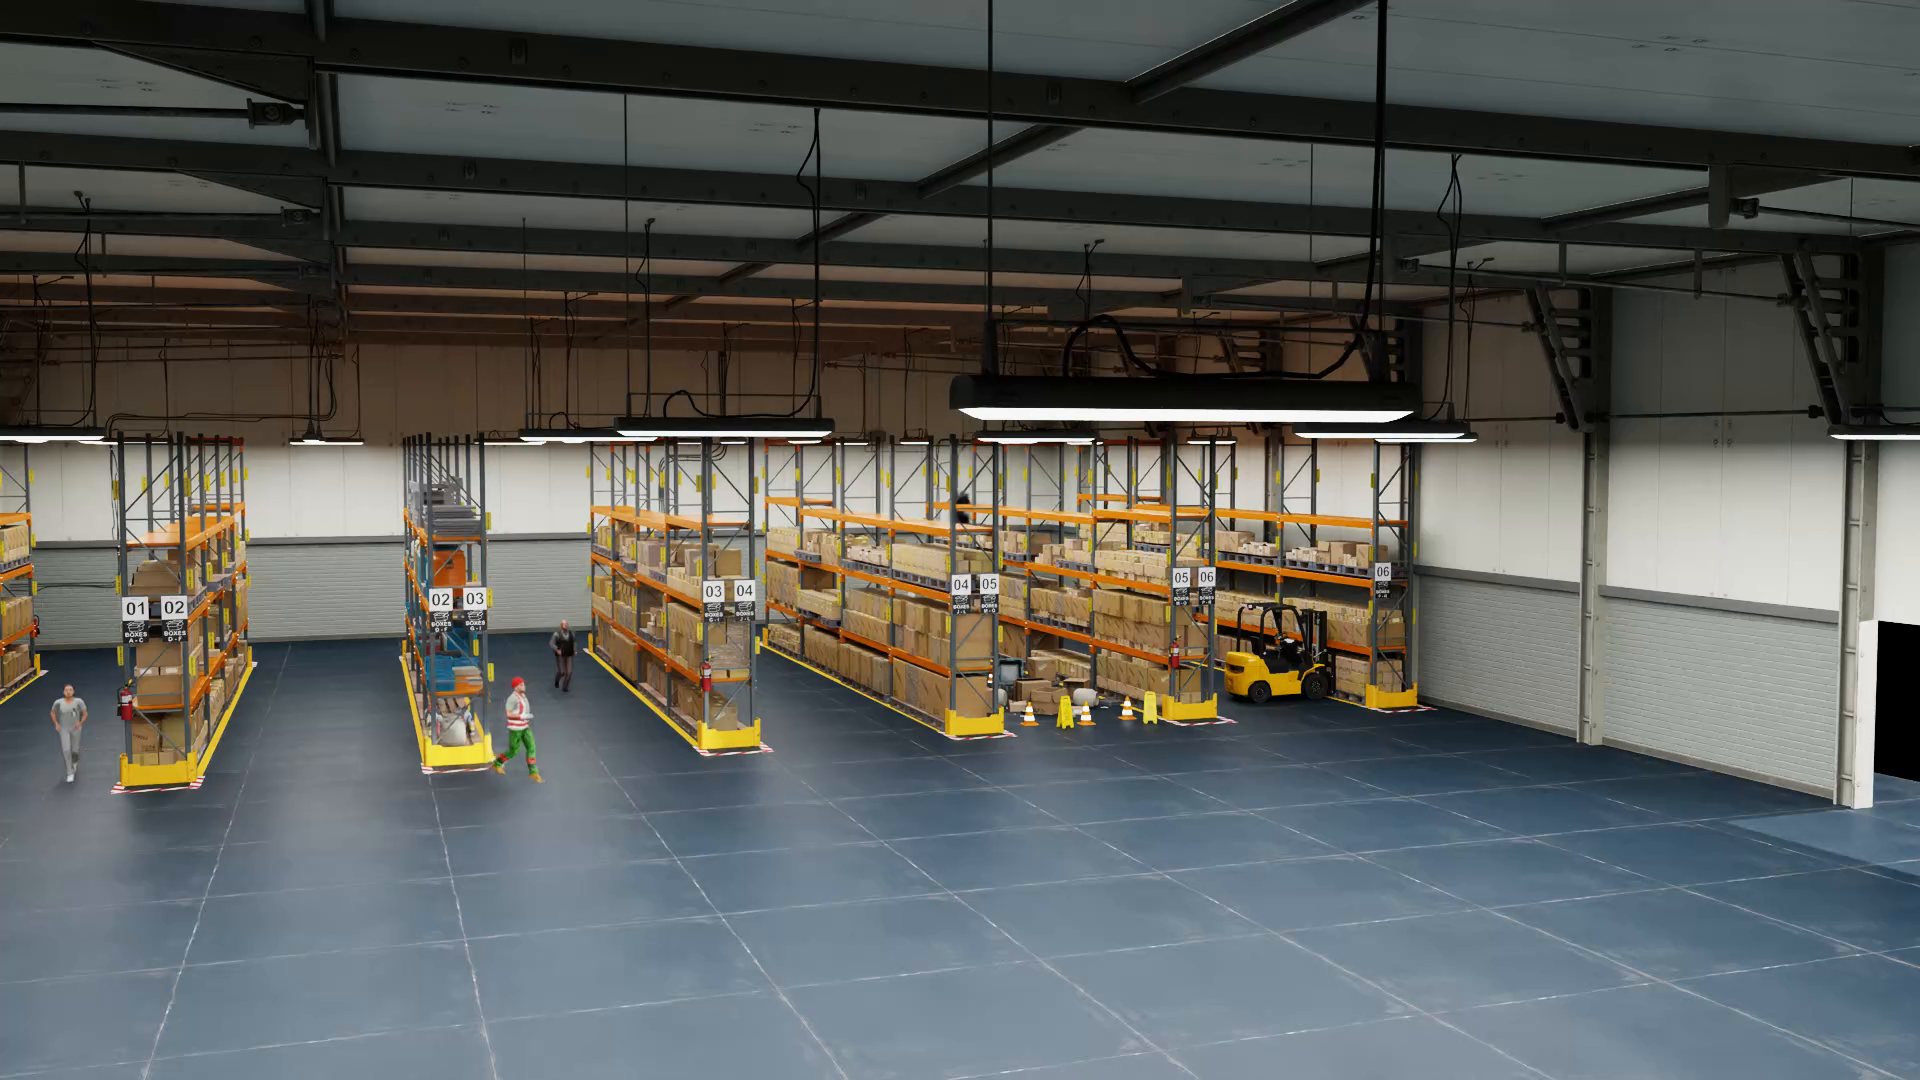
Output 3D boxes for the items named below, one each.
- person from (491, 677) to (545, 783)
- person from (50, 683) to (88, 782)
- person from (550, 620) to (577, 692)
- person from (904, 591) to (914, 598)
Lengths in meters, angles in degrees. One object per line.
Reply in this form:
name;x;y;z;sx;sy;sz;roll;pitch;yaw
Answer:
person;-7.596;3.252;28.511;0.988;1.817;0.656;1;3;15
person;-15.441;3.307;28.839;0.574;1.671;0.816;-2;4;-28
person;-9.279;2.721;38.997;0.646;1.677;0.580;-2;4;-33
person;-1.543;2.040;51.227;0.646;1.725;0.704;0;3;-1
